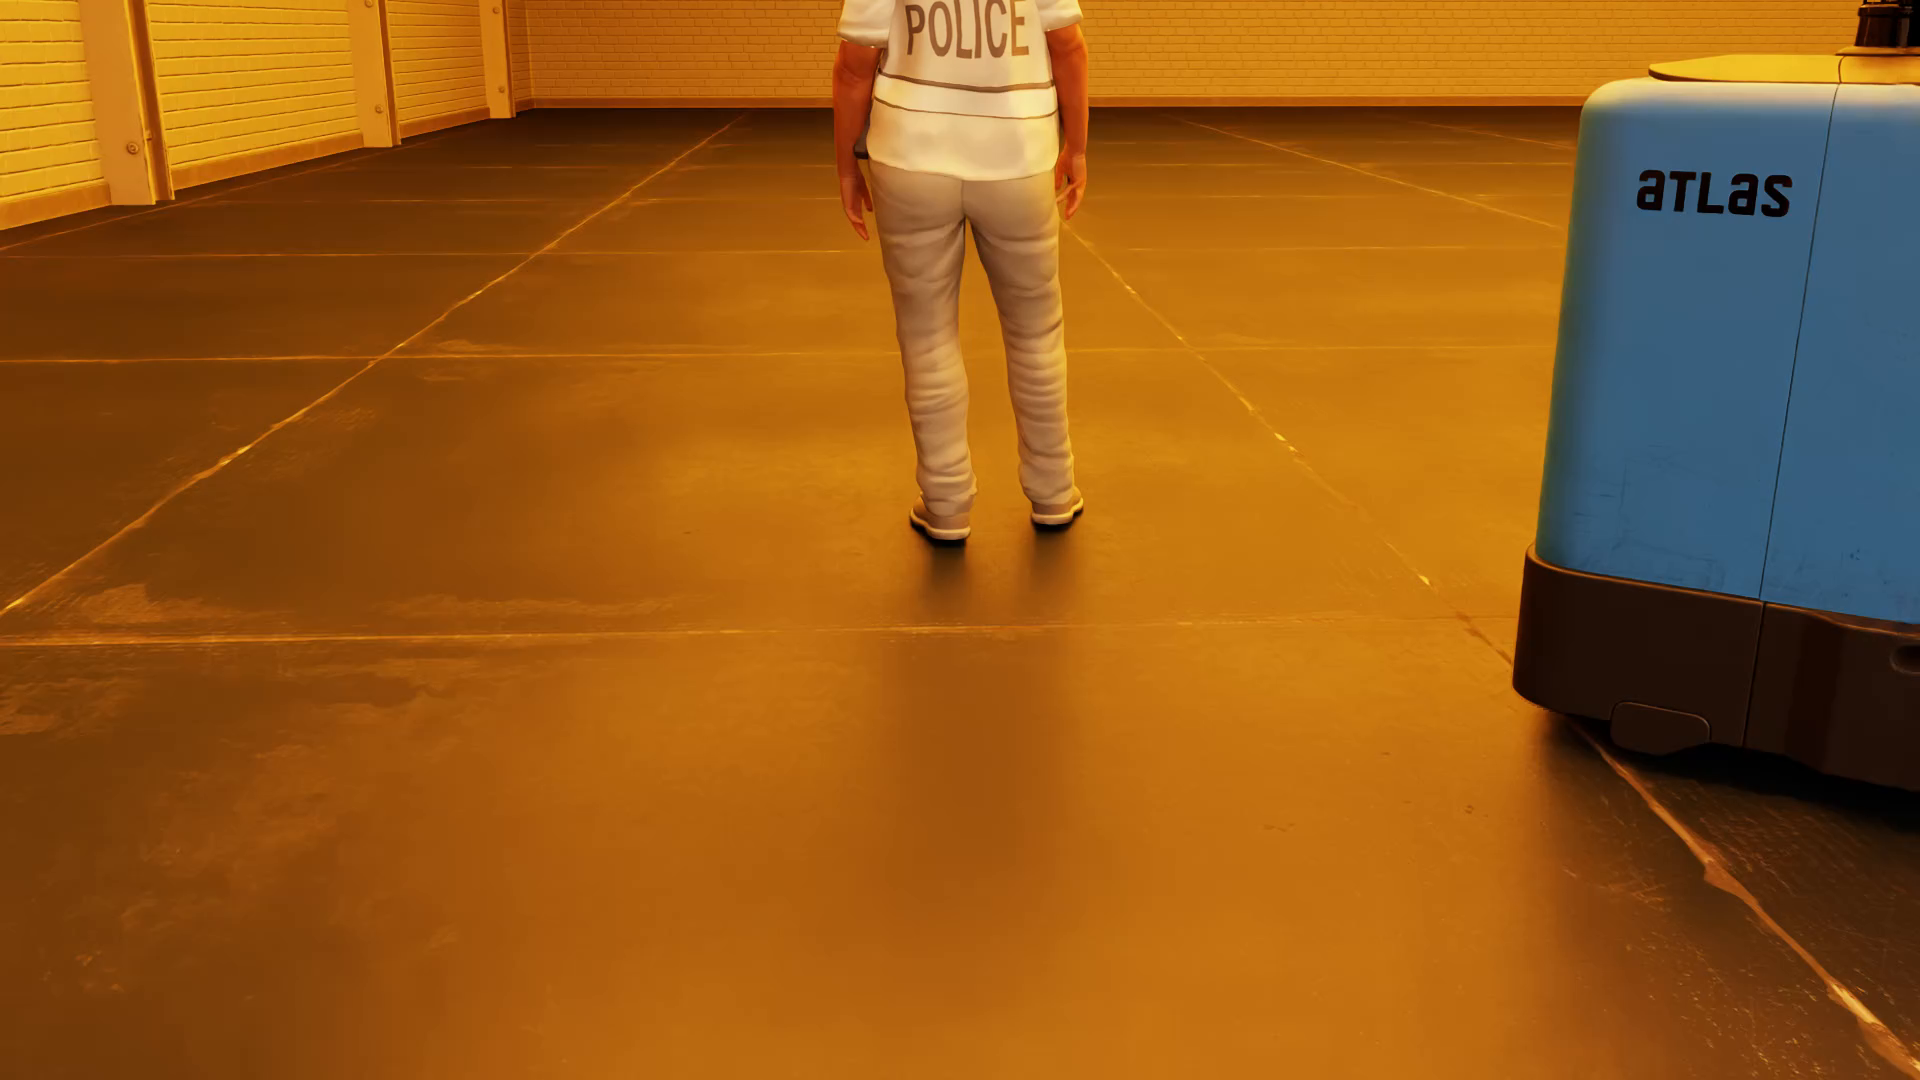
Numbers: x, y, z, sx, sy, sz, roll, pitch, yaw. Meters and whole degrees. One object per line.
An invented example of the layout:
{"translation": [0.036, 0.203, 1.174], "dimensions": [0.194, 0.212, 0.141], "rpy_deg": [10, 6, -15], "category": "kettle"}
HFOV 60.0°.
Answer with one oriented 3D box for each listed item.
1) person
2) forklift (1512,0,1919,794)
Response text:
{"translation": [0.019, -0.826, 3.747], "dimensions": [0.598, 1.670, 0.529], "rpy_deg": [-1, 17, -3], "category": "person"}
{"translation": [2.466, -0.959, 2.044], "dimensions": [3.031, 2.935, 1.130], "rpy_deg": [10, 20, 31], "category": "forklift"}
